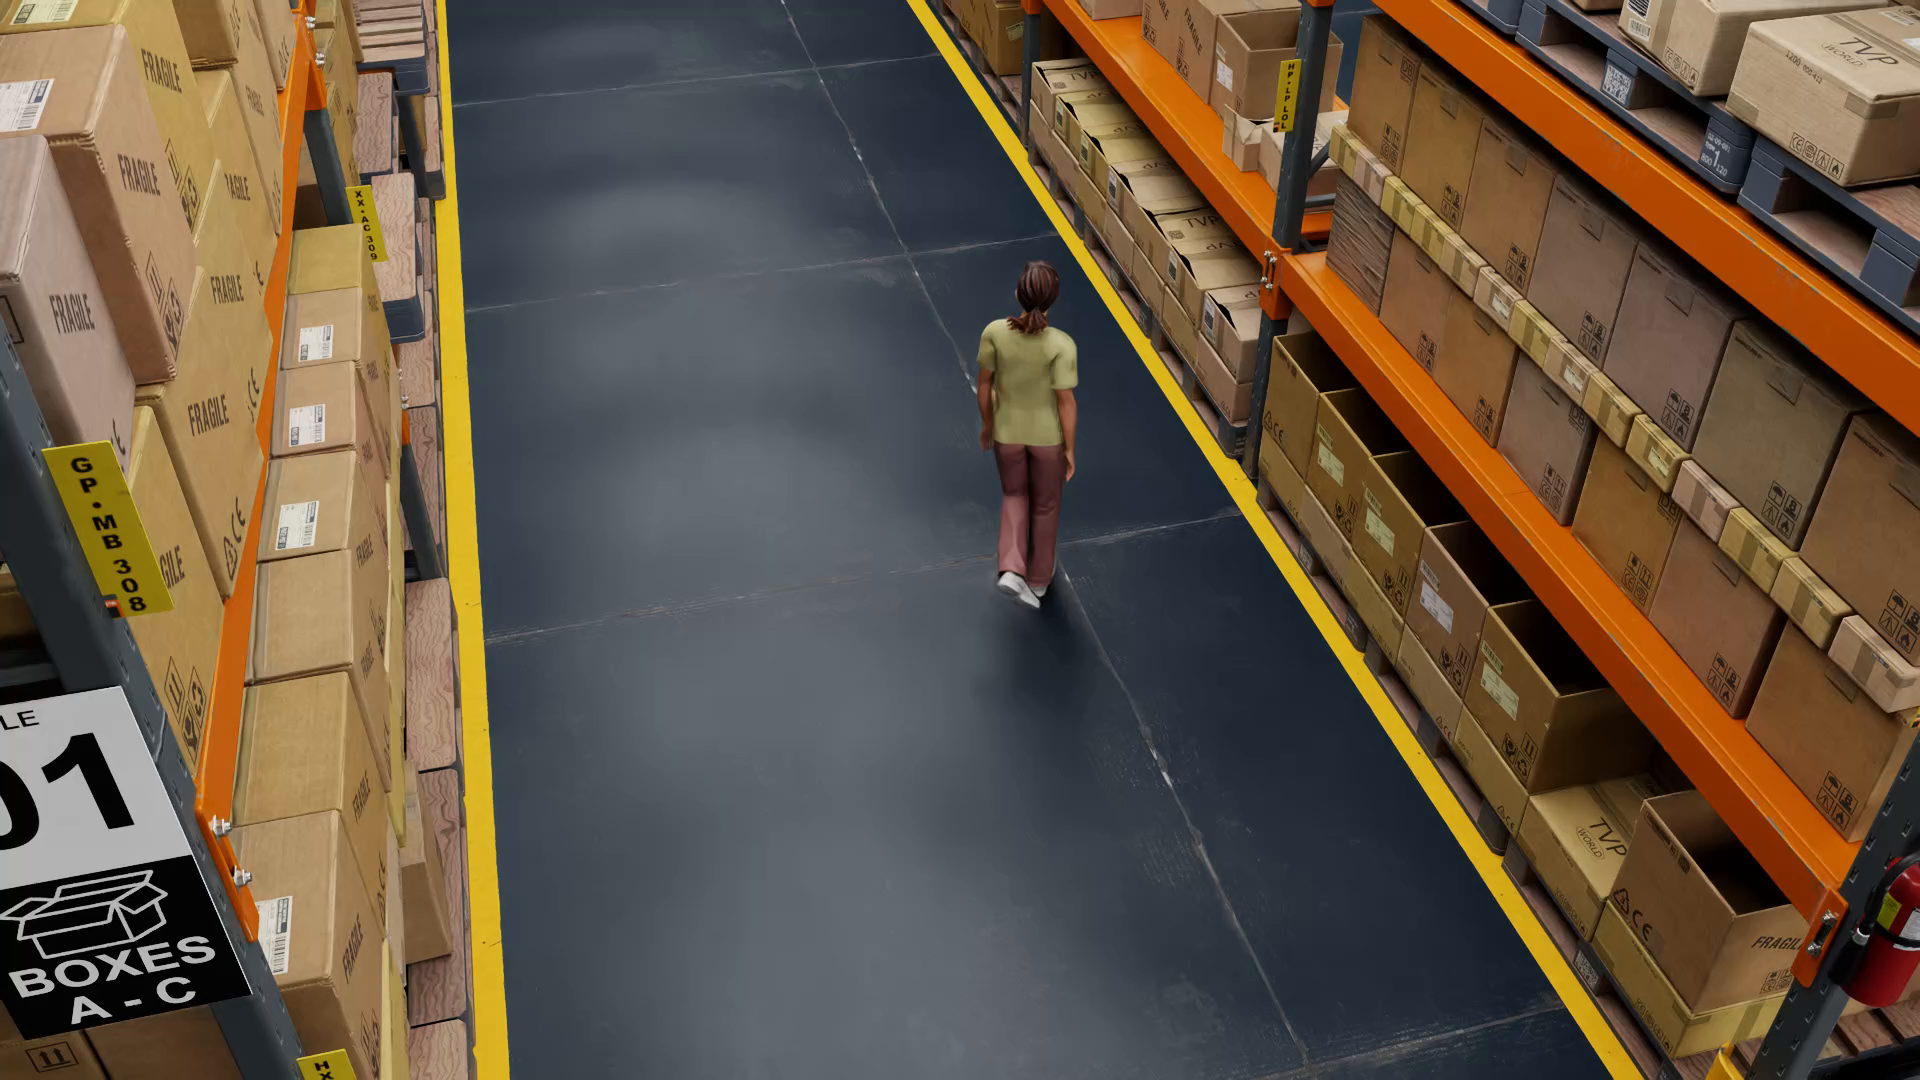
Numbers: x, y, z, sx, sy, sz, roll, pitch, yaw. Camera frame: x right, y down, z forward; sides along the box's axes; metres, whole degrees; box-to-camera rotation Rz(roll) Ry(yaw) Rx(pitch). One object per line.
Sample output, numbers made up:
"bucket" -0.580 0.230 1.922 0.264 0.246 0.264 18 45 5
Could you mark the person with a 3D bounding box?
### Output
"person" 0.261 -0.395 7.202 0.476 1.655 0.613 14 41 17
